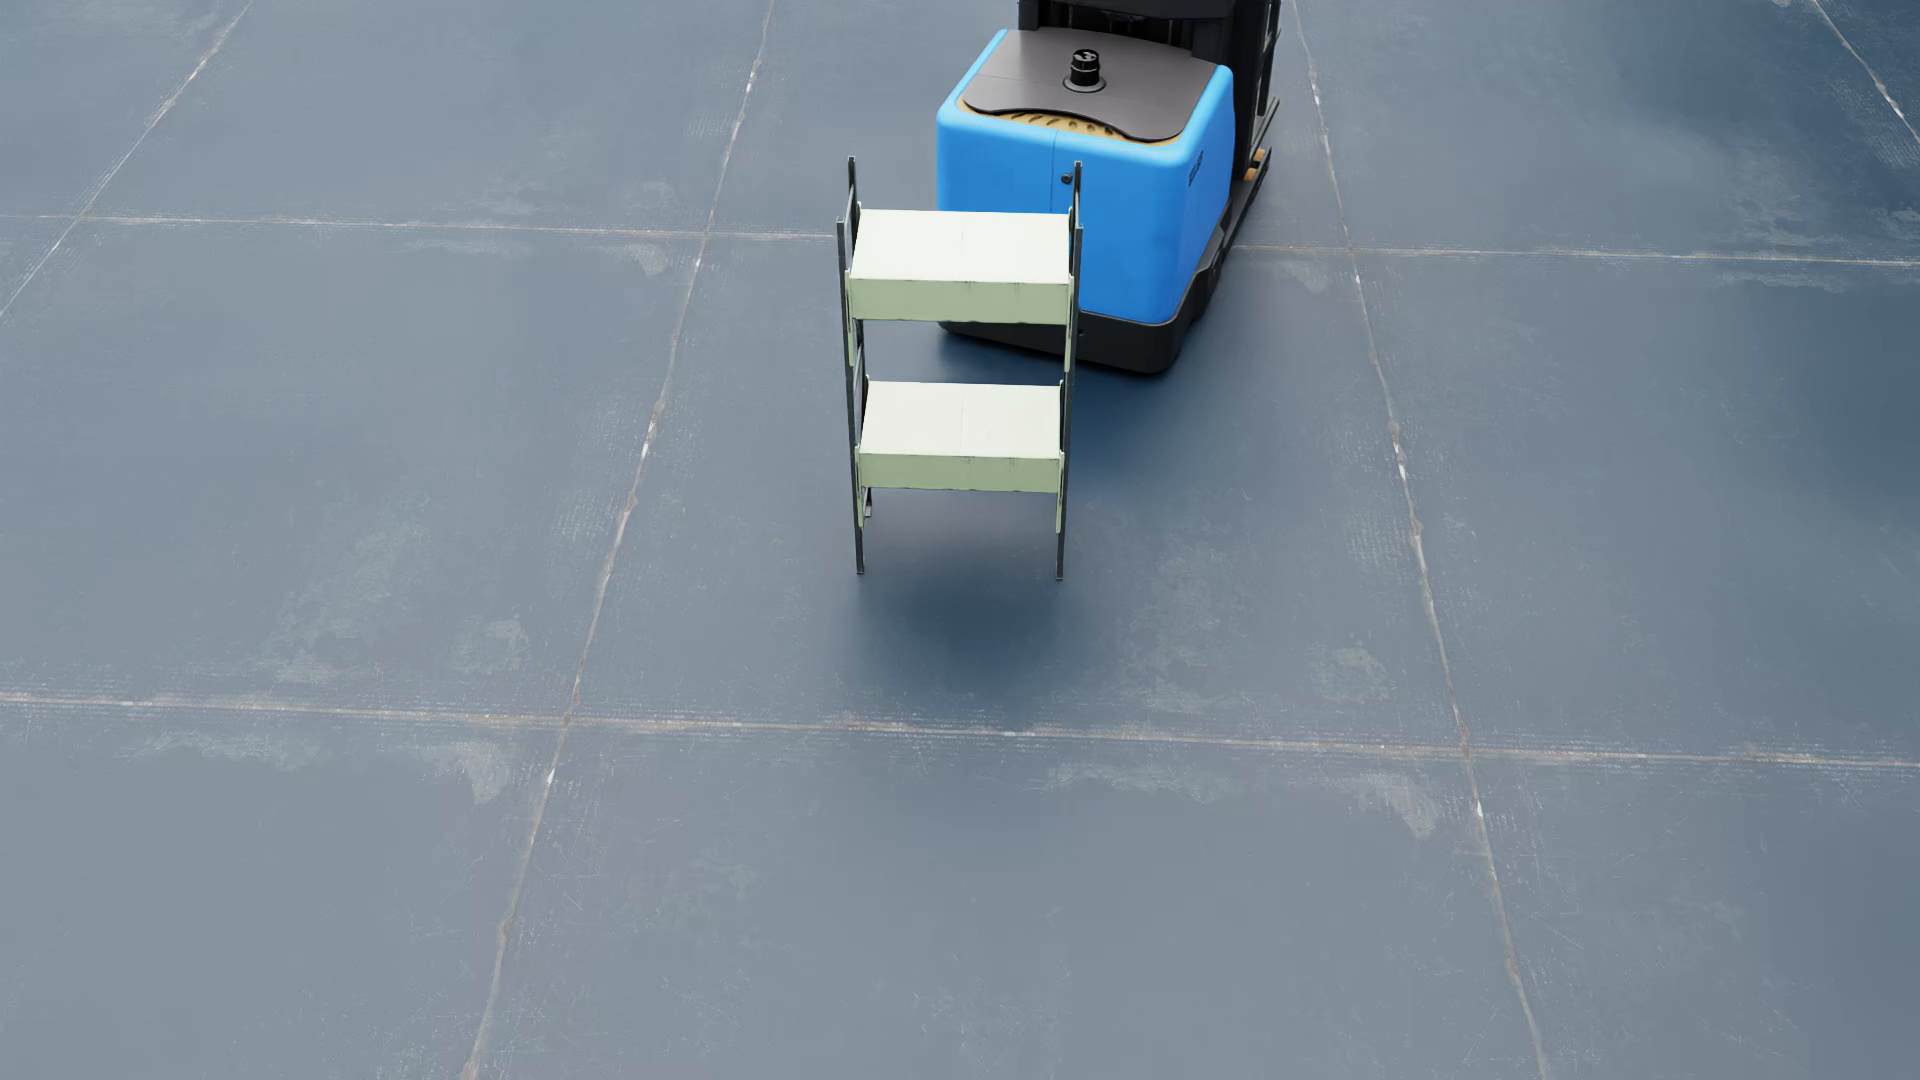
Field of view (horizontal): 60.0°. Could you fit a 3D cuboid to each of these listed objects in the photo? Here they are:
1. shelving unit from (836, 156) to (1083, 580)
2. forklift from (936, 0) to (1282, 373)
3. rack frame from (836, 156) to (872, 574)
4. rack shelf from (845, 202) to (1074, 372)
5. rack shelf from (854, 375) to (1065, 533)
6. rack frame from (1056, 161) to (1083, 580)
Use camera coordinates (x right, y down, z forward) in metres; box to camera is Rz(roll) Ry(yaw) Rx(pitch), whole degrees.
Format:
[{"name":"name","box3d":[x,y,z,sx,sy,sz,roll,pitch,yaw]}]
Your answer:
[{"name":"shelving unit","box3d":[0.007,-0.549,5.739,0.755,1.500,0.431,2,43,2]},{"name":"forklift","box3d":[0.876,-2.781,7.085,1.130,2.935,3.031,14,45,15]},{"name":"rack frame","box3d":[-0.359,-0.560,5.751,0.023,1.500,0.400,2,43,2]},{"name":"rack shelf","box3d":[0.007,-0.834,5.473,0.720,0.370,0.431,2,43,2]},{"name":"rack shelf","box3d":[0.007,-0.310,5.961,0.720,0.370,0.431,2,43,2]},{"name":"rack frame","box3d":[0.372,-0.537,5.727,0.023,1.500,0.400,2,43,2]}]
